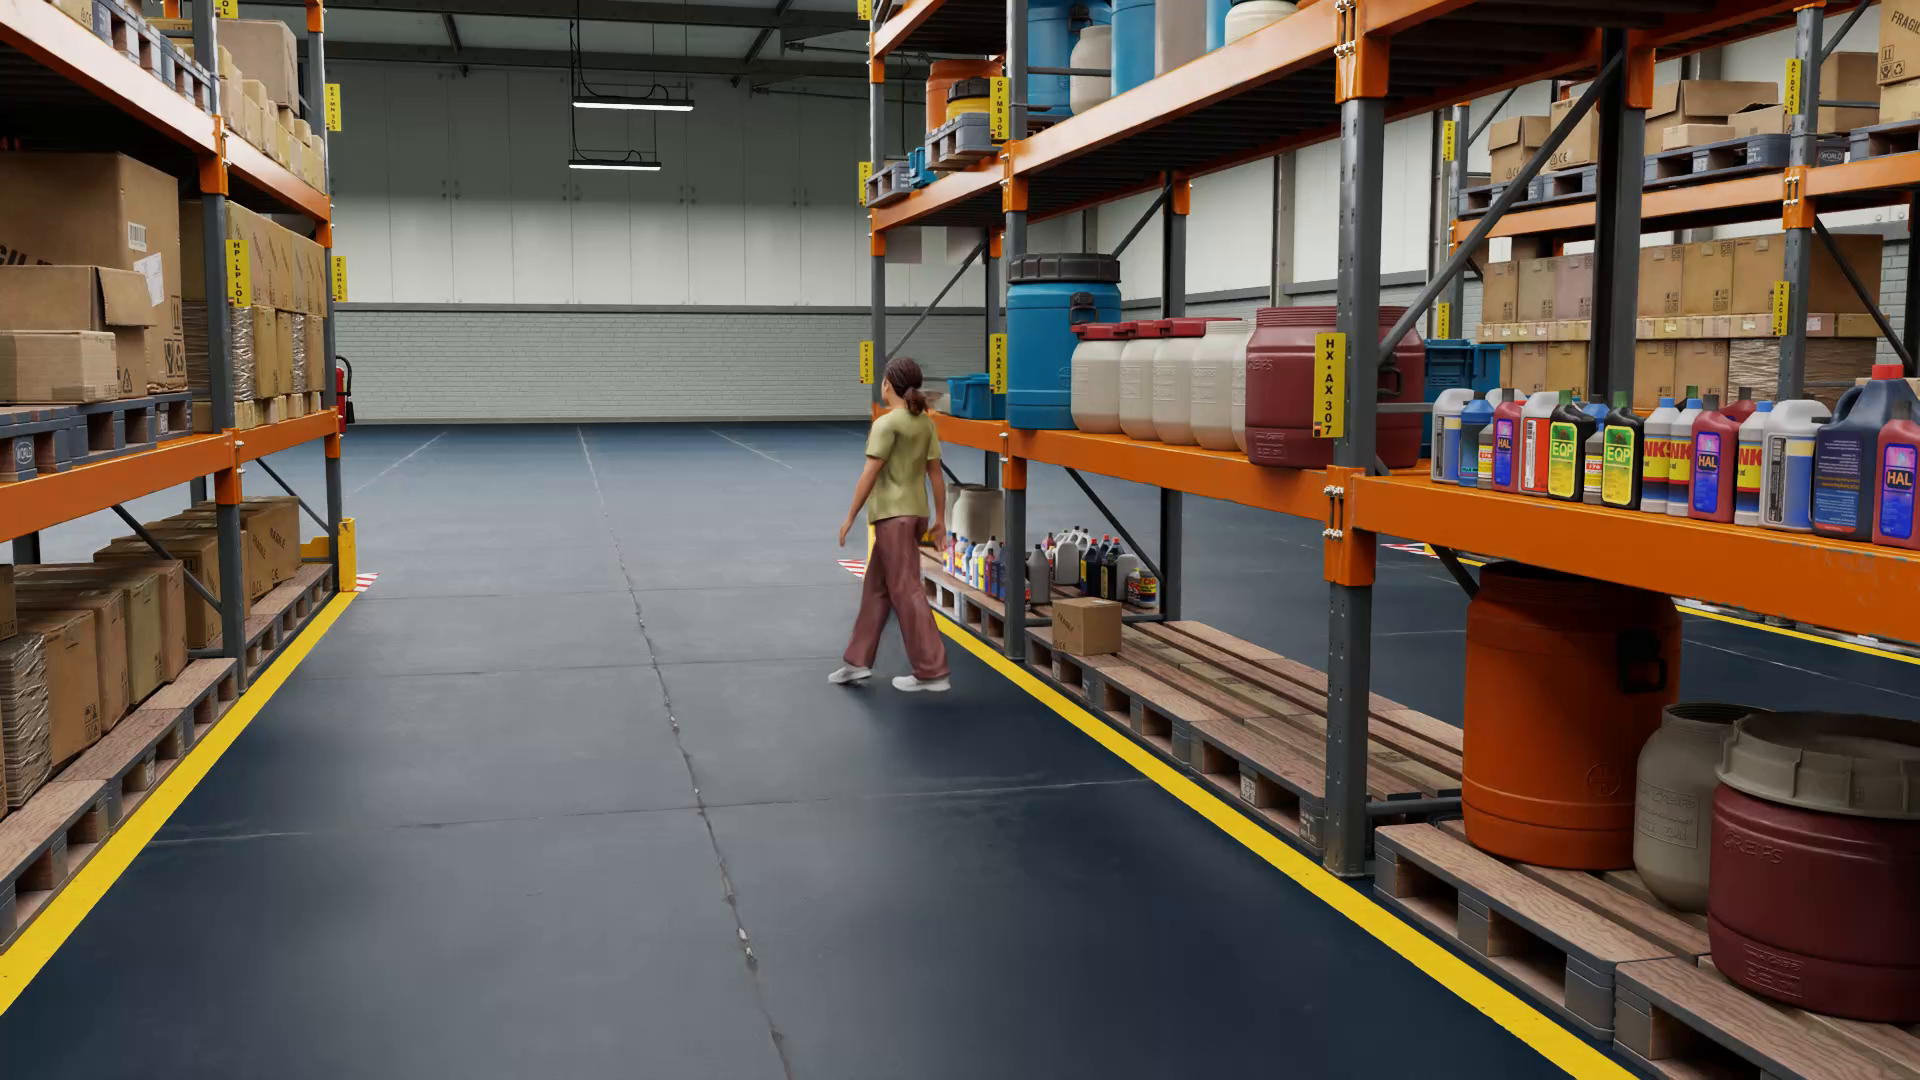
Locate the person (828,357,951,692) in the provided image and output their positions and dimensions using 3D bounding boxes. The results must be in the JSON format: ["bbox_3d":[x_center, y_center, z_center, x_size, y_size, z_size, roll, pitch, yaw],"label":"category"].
[{"bbox_3d":[-0.373,-0.066,8.271,0.793,1.674,0.511,4,7,30],"label":"person"}]
